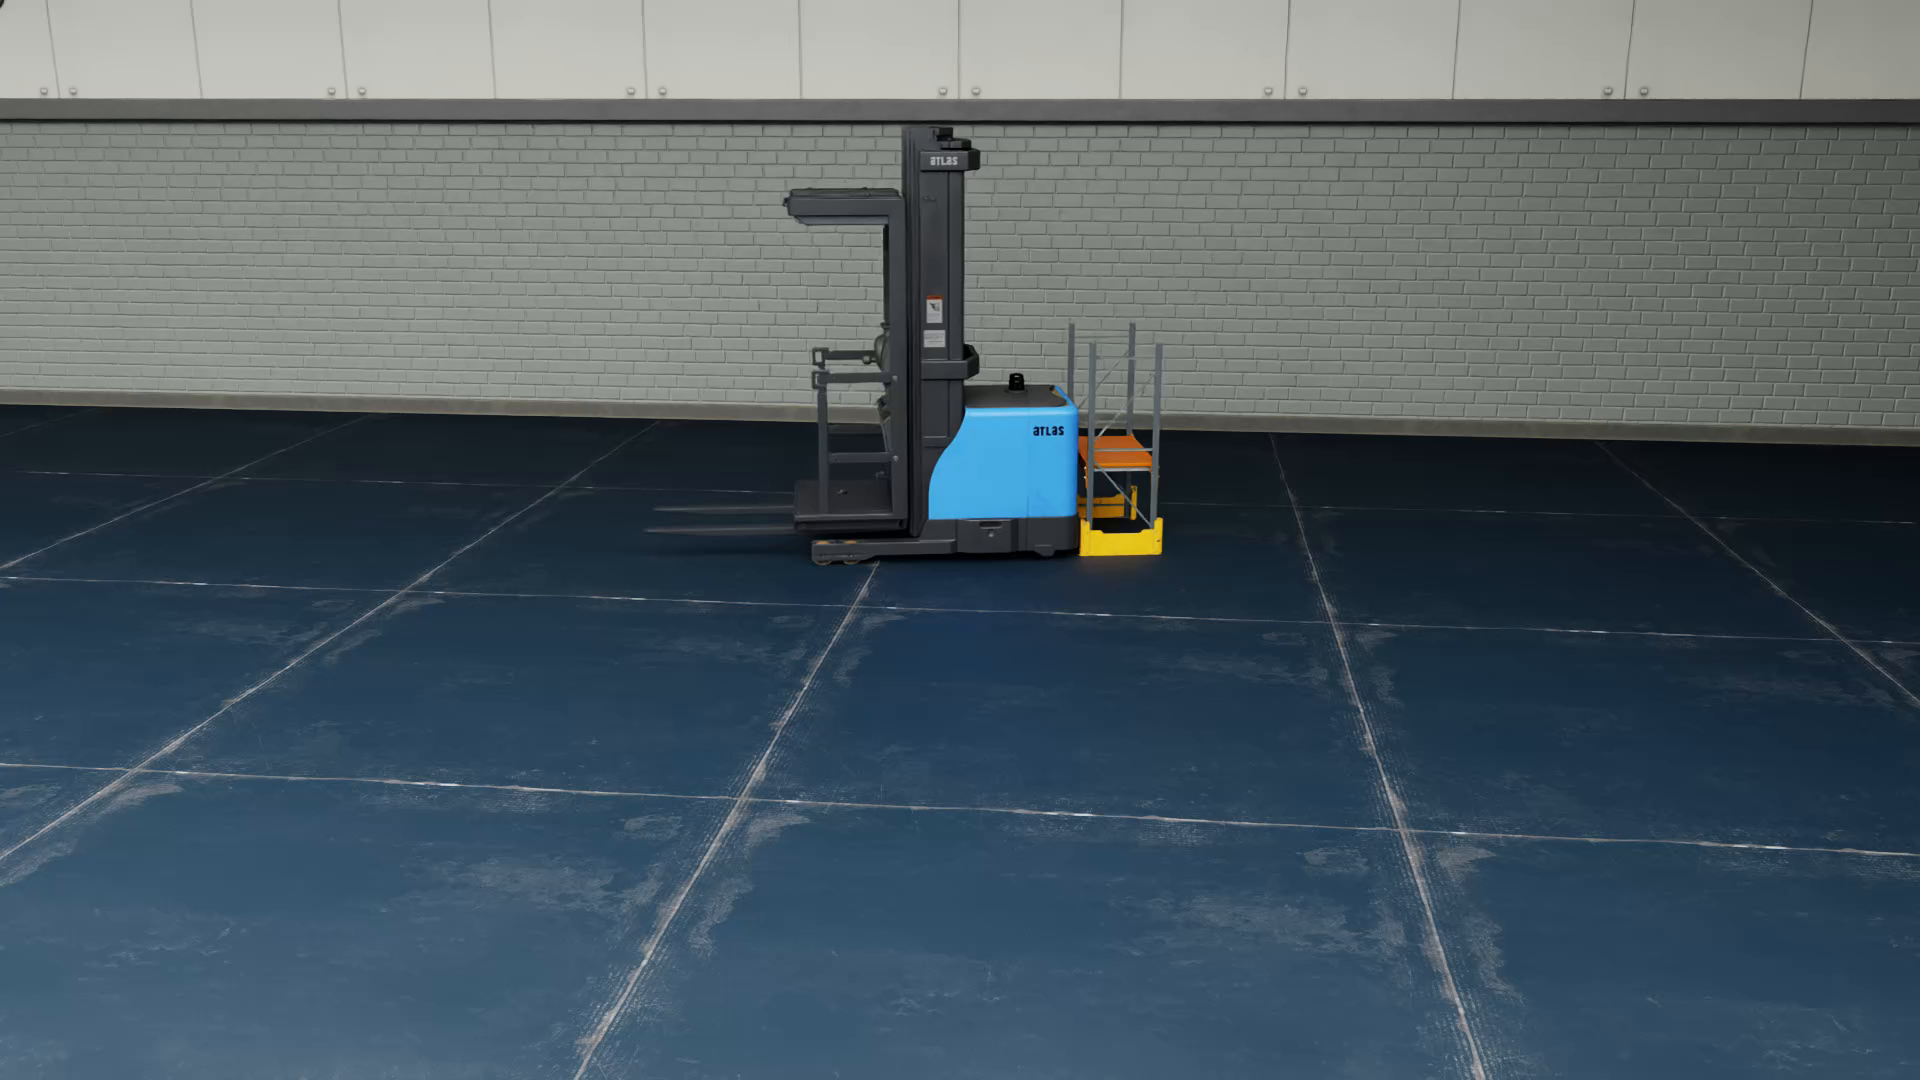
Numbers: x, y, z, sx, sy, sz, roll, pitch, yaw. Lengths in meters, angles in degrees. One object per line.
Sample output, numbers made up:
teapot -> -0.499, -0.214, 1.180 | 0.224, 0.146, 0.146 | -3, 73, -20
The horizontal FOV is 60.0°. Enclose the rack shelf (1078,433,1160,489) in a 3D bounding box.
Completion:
rack shelf -> 1.098, -0.585, 12.138 | 0.538, 0.185, 1.000 | -1, 15, -4

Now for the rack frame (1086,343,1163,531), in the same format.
rack frame -> 1.139, -0.626, 11.601 | 0.500, 1.500, 0.032 | -1, 15, -4

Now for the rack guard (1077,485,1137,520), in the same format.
rack guard -> 1.058, -0.282, 12.724 | 0.587, 0.250, 0.087 | -1, 15, -4

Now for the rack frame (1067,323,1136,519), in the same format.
rack frame -> 1.058, -0.890, 12.580 | 0.500, 1.500, 0.032 | -1, 15, -4

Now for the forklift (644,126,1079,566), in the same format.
forklift -> -0.712, -1.382, 11.657 | 3.031, 2.935, 1.130 | -1, 15, -5

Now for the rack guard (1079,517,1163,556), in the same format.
rack guard -> 1.138, -0.023, 11.766 | 0.587, 0.250, 0.087 | -1, 15, -4

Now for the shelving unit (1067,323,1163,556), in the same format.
shelving unit -> 1.099, -0.756, 12.082 | 0.587, 1.500, 1.083 | -1, 15, -4

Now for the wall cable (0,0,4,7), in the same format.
wall cable -> -10.445, -7.409, 15.809 | 2.305, 6.003, 0.169 | 2, 15, 6
